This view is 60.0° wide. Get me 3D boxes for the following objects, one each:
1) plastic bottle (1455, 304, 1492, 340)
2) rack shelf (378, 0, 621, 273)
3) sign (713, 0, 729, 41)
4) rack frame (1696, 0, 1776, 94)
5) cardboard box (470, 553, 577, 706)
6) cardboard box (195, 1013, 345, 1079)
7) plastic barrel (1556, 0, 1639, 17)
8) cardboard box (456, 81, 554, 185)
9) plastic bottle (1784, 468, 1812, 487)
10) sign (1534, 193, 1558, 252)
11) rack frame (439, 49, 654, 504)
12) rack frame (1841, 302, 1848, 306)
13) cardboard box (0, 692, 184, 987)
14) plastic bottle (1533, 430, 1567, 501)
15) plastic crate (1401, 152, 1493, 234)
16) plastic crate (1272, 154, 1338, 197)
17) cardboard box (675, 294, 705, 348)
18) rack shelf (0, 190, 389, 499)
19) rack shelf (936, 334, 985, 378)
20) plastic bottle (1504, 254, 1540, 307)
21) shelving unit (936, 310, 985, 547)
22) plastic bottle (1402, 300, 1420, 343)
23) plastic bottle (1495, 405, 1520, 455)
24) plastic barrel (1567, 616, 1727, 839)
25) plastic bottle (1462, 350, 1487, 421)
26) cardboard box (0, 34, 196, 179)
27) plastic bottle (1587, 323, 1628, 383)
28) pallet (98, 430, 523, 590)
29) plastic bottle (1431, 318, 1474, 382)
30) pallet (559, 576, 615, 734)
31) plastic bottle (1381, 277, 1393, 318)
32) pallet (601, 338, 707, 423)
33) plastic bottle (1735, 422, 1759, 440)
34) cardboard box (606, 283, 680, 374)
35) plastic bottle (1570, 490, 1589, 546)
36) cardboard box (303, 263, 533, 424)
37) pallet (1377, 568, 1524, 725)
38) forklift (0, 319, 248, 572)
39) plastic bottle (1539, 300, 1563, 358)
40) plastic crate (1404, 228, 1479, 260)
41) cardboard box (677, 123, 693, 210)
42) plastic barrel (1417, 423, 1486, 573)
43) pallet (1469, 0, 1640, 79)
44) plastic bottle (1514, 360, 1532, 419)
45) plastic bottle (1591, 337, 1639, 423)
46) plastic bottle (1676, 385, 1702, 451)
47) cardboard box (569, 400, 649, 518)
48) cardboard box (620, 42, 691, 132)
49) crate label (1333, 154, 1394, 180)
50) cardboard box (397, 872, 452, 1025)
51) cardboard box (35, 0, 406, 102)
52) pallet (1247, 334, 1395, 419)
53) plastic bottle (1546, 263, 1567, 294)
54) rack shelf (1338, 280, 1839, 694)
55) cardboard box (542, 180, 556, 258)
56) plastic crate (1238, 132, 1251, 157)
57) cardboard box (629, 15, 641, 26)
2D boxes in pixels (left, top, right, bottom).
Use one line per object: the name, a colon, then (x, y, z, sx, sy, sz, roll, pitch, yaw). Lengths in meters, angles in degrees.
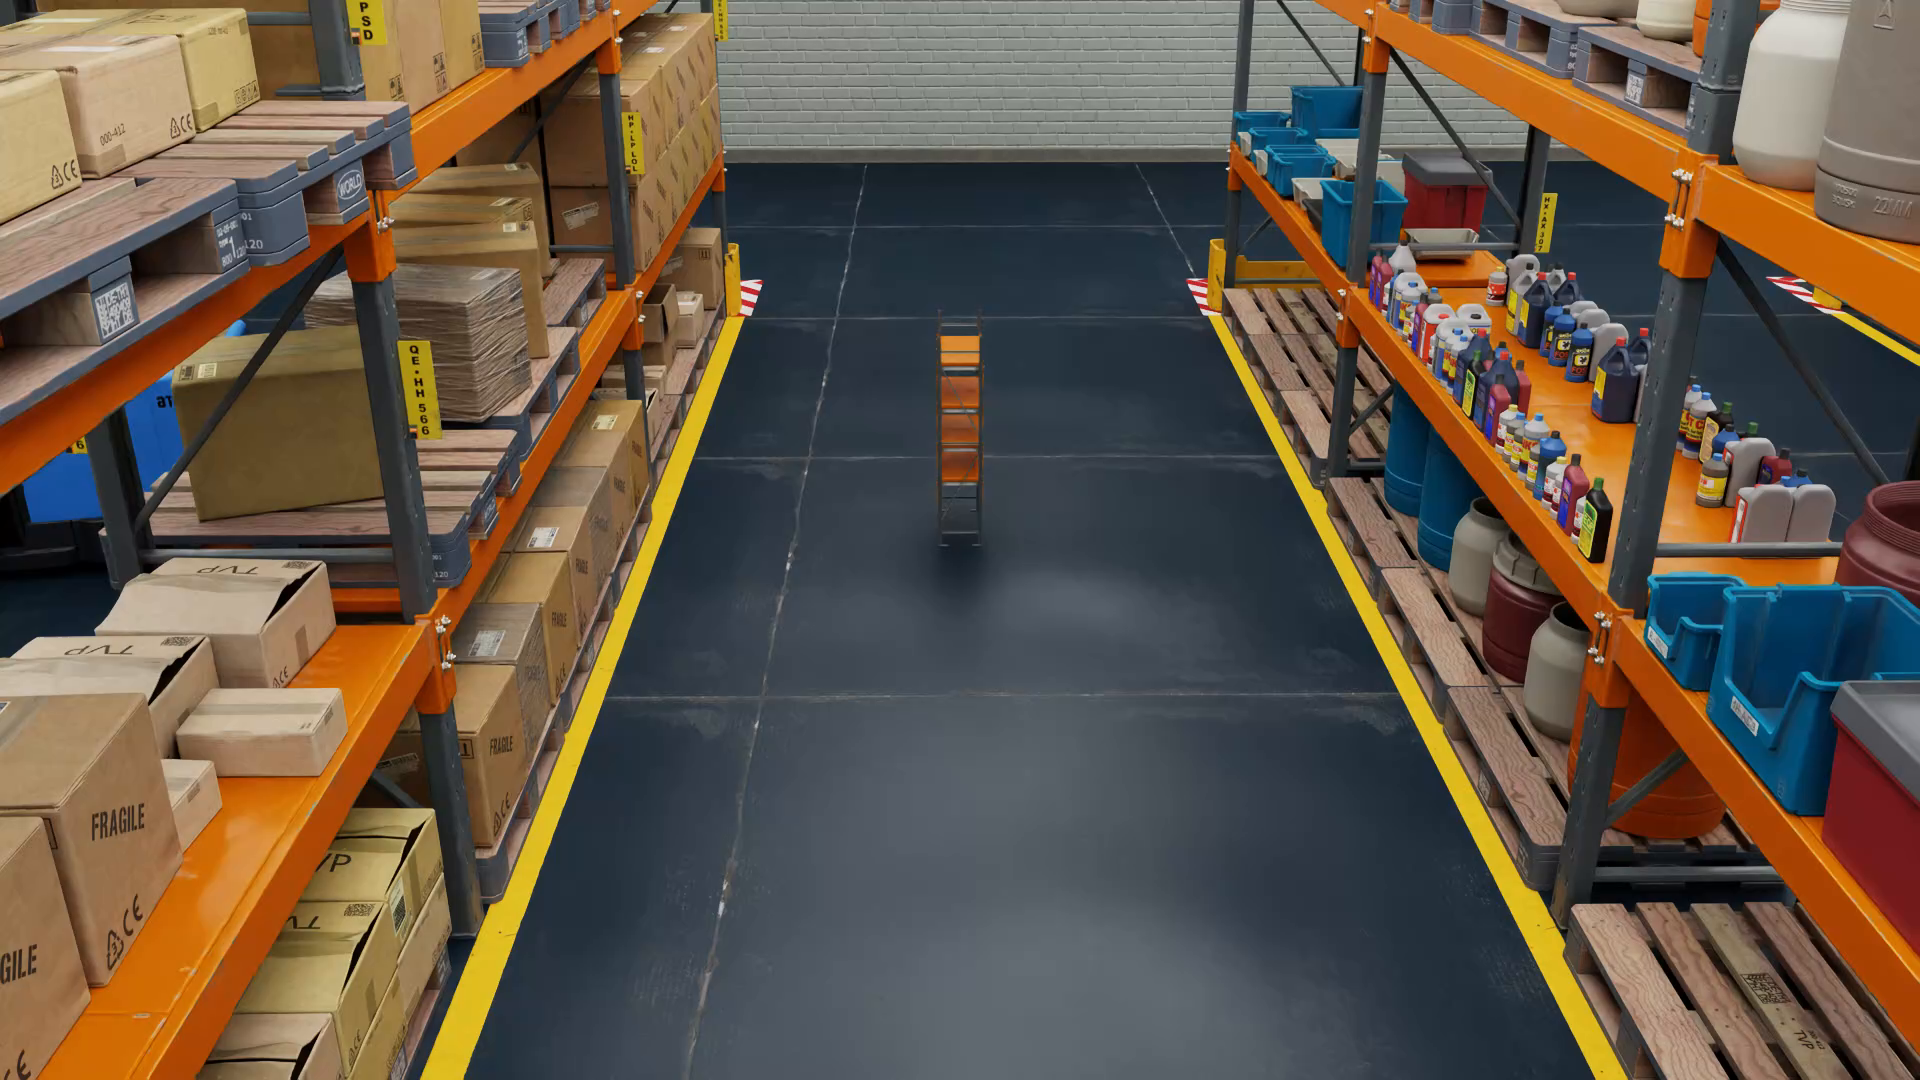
plastic bottle: (2.437, -0.979, 7.925, 0.152, 0.276, 0.135, 0, 24, -1)
rack shelf: (-2.280, -1.803, 6.829, 1.077, 0.370, 4.000, 0, 24, -1)
sign: (-1.790, -3.902, 12.449, 0.100, 0.325, 0.005, 0, 24, -1)
rack frame: (2.695, -2.694, 4.287, 1.000, 3.000, 0.127, 0, 24, -1)
cardboard box: (-1.989, 0.387, 7.253, 0.500, 0.500, 0.500, -1, 24, -1)
cardboard box: (-1.991, 1.503, 4.433, 0.500, 0.311, 0.500, 0, 24, -1)
plastic barrel: (2.525, -2.310, 6.404, 0.433, 0.535, 0.433, 0, 24, 0)
cardboard box: (-2.566, -2.296, 9.353, 0.500, 0.500, 0.500, 0, 24, 0)
plastic bottle: (3.039, -0.130, 6.053, 0.097, 0.271, 0.097, 0, 24, 0)
sign: (3.201, -1.737, 9.114, 0.100, 0.325, 0.005, 0, 24, -1)
rack frame: (-2.302, -1.588, 9.121, 1.000, 3.000, 0.127, 0, 24, -1)
rack frame: (7.560, -3.279, 12.861, 1.000, 3.000, 0.127, 0, 24, -1)
cardboard box: (-2.224, 0.706, 3.928, 0.500, 0.500, 0.500, -2, 24, -3)
plastic bottle: (2.276, -0.290, 6.407, 0.097, 0.271, 0.097, 0, 24, 0)
plastic crate: (2.892, -2.034, 9.958, 0.402, 0.464, 0.583, 0, 24, -1)
plastic crate: (2.299, -2.439, 11.132, 0.416, 0.233, 0.300, 0, 24, -1)
cardboard box: (-2.113, -1.569, 11.883, 0.500, 0.250, 0.500, 0, 24, -1)
rack shelf: (-2.236, -0.155, 3.185, 1.077, 0.370, 4.000, 0, 24, -1)
rack shelf: (-0.002, -0.973, 8.992, 0.258, 0.148, 0.480, 0, 24, -1)
plastic bottle: (2.979, -1.391, 8.837, 0.152, 0.276, 0.135, 0, 24, -1)
shelving unit: (-0.002, -0.615, 9.154, 0.258, 1.200, 0.503, 0, 24, -1)
plastic bottle: (2.254, -1.087, 8.255, 0.097, 0.201, 0.097, 0, 24, 0)
plastic bottle: (2.271, -0.458, 6.865, 0.097, 0.201, 0.097, 0, 24, 0)
plastic barrel: (2.672, 0.635, 6.329, 0.600, 0.830, 0.708, 0, 24, -1)
plastic bottle: (2.248, -0.674, 7.243, 0.061, 0.283, 0.133, 0, 24, -1)
cardboard box: (-2.173, -1.027, 3.913, 0.500, 0.250, 0.500, 0, 24, 1)
plastic bottle: (2.992, -0.882, 7.711, 0.152, 0.276, 0.135, 0, 24, -1)
pallet: (-2.336, -0.131, 6.133, 1.213, 0.211, 1.003, 0, 24, -1)
plastic bottle: (2.288, -0.883, 7.712, 0.152, 0.276, 0.135, 0, 24, -1)
pallet: (-2.239, 0.521, 7.841, 1.003, 0.211, 1.213, 0, 24, -1)
plastic bottle: (2.250, -1.263, 8.643, 0.097, 0.201, 0.097, 0, 24, 0)
pallet: (-2.325, -1.104, 11.436, 1.003, 0.211, 1.213, 0, 24, -1)
plastic bottle: (3.052, -0.333, 6.488, 0.061, 0.283, 0.133, 0, 24, -1)
cardboard box: (-2.328, -1.425, 11.257, 0.797, 0.503, 0.637, 0, 24, -1)
plastic bottle: (2.281, -0.082, 6.033, 0.097, 0.201, 0.097, 0, 24, 0)
cardboard box: (-2.197, -0.813, 6.778, 0.700, 0.500, 0.500, 4, 25, 9)
pallet: (2.634, 0.484, 7.924, 1.003, 0.211, 1.213, 0, 24, -1)
forklift: (-5.414, -1.300, 8.567, 3.031, 2.935, 1.130, -6, 25, -13)
plastic bottle: (2.864, -1.023, 8.027, 0.097, 0.271, 0.097, 0, 24, 0)
plastic crate: (2.789, -1.708, 9.635, 0.396, 0.136, 0.243, 0, 24, -1)
cardboard box: (-2.054, -2.472, 10.953, 0.500, 0.500, 0.500, -1, 24, -1)
plastic barrel: (2.648, -0.328, 8.372, 0.600, 0.901, 0.708, 0, 24, -1)
pallet: (2.773, -2.100, 6.842, 1.003, 0.211, 1.213, 0, 24, -1)
plastic bottle: (2.393, -0.620, 7.122, 0.061, 0.283, 0.133, 0, 24, -1)
plastic bottle: (2.850, -0.699, 7.215, 0.144, 0.351, 0.185, 0, 24, -1)
plastic bottle: (3.029, -0.510, 6.895, 0.097, 0.271, 0.097, 0, 24, 0)
cardboard box: (-2.010, -0.448, 9.099, 0.500, 0.500, 0.500, 0, 24, -1)
cardboard box: (-2.043, -2.922, 10.736, 0.500, 0.500, 0.500, 0, 24, 1)
crate label: (2.814, -2.595, 11.595, 0.396, 0.136, 0.243, 0, 24, -1)
cardboard box: (-2.009, 1.337, 5.480, 0.500, 0.250, 0.500, 0, 24, 1)
cardboard box: (-2.297, -1.532, 5.235, 0.910, 0.500, 0.500, 0, 24, -1)
pallet: (2.588, -1.145, 11.526, 1.003, 0.211, 1.213, 0, 24, -1)
plastic bottle: (2.988, -1.209, 8.343, 0.144, 0.351, 0.185, 0, 24, -1)
rack shelf: (2.673, -0.457, 7.493, 1.077, 0.370, 4.000, 0, 24, -1)
cardboard box: (-2.564, -1.839, 9.554, 0.500, 0.500, 0.500, 0, 24, 0)
plastic crate: (2.202, -2.929, 12.332, 0.250, 0.136, 0.298, 0, 24, -1)
cardboard box: (-2.604, -3.553, 12.132, 0.500, 0.500, 0.500, 0, 24, 1)
